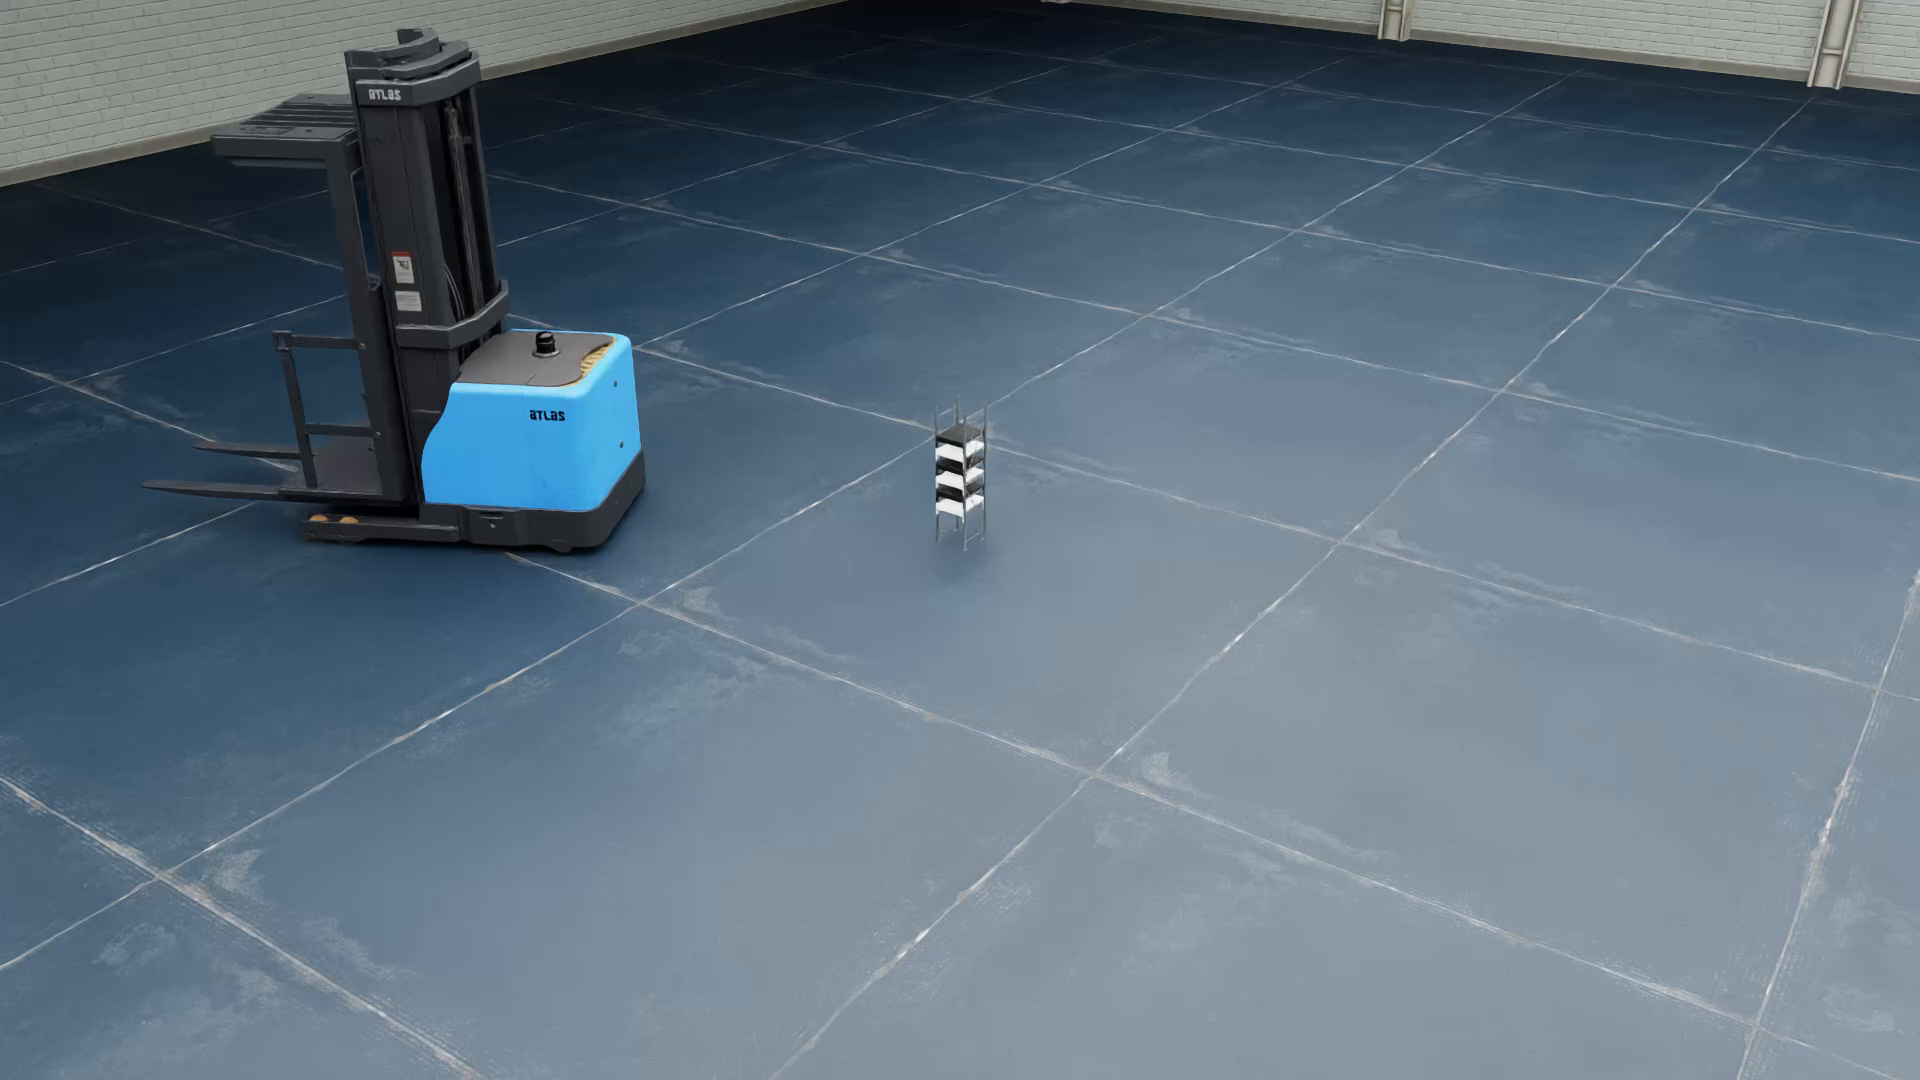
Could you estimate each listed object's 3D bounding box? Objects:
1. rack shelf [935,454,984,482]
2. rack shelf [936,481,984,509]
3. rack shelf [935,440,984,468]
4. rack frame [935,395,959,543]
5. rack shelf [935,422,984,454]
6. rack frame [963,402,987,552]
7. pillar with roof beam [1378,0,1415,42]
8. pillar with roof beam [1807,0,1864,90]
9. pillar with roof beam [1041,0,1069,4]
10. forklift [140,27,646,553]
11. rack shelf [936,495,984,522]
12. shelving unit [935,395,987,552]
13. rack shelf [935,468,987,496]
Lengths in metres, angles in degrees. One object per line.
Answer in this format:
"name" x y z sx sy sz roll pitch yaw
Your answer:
"rack shelf" 0.007 -0.449 10.016 0.200 0.077 0.258 17 32 30
"rack shelf" 0.007 -0.289 10.098 0.200 0.077 0.258 17 32 30
"rack shelf" 0.007 -0.530 9.975 0.200 0.077 0.258 17 32 30
"rack frame" -0.077 -0.425 10.093 0.006 0.900 0.240 17 32 30
"rack shelf" 0.007 -0.610 9.934 0.200 0.077 0.258 17 32 30
"rack frame" 0.090 -0.373 9.990 0.006 0.900 0.240 17 32 30
"pillar with roof beam" 4.121 -9.980 19.939 0.400 9.000 9.100 17 32 30
"pillar with roof beam" 9.067 -8.439 16.912 0.400 9.000 9.100 17 32 30
"pillar with roof beam" -0.825 -11.521 22.967 0.400 9.000 9.100 17 32 30
"forklift" -3.602 -1.513 9.991 3.031 2.935 1.130 3 27 6
"rack shelf" 0.007 -0.209 10.139 0.200 0.077 0.258 17 32 30
"shelving unit" 0.007 -0.399 10.042 0.210 0.900 0.258 17 32 30
"rack shelf" 0.007 -0.369 10.057 0.200 0.077 0.258 17 32 30
